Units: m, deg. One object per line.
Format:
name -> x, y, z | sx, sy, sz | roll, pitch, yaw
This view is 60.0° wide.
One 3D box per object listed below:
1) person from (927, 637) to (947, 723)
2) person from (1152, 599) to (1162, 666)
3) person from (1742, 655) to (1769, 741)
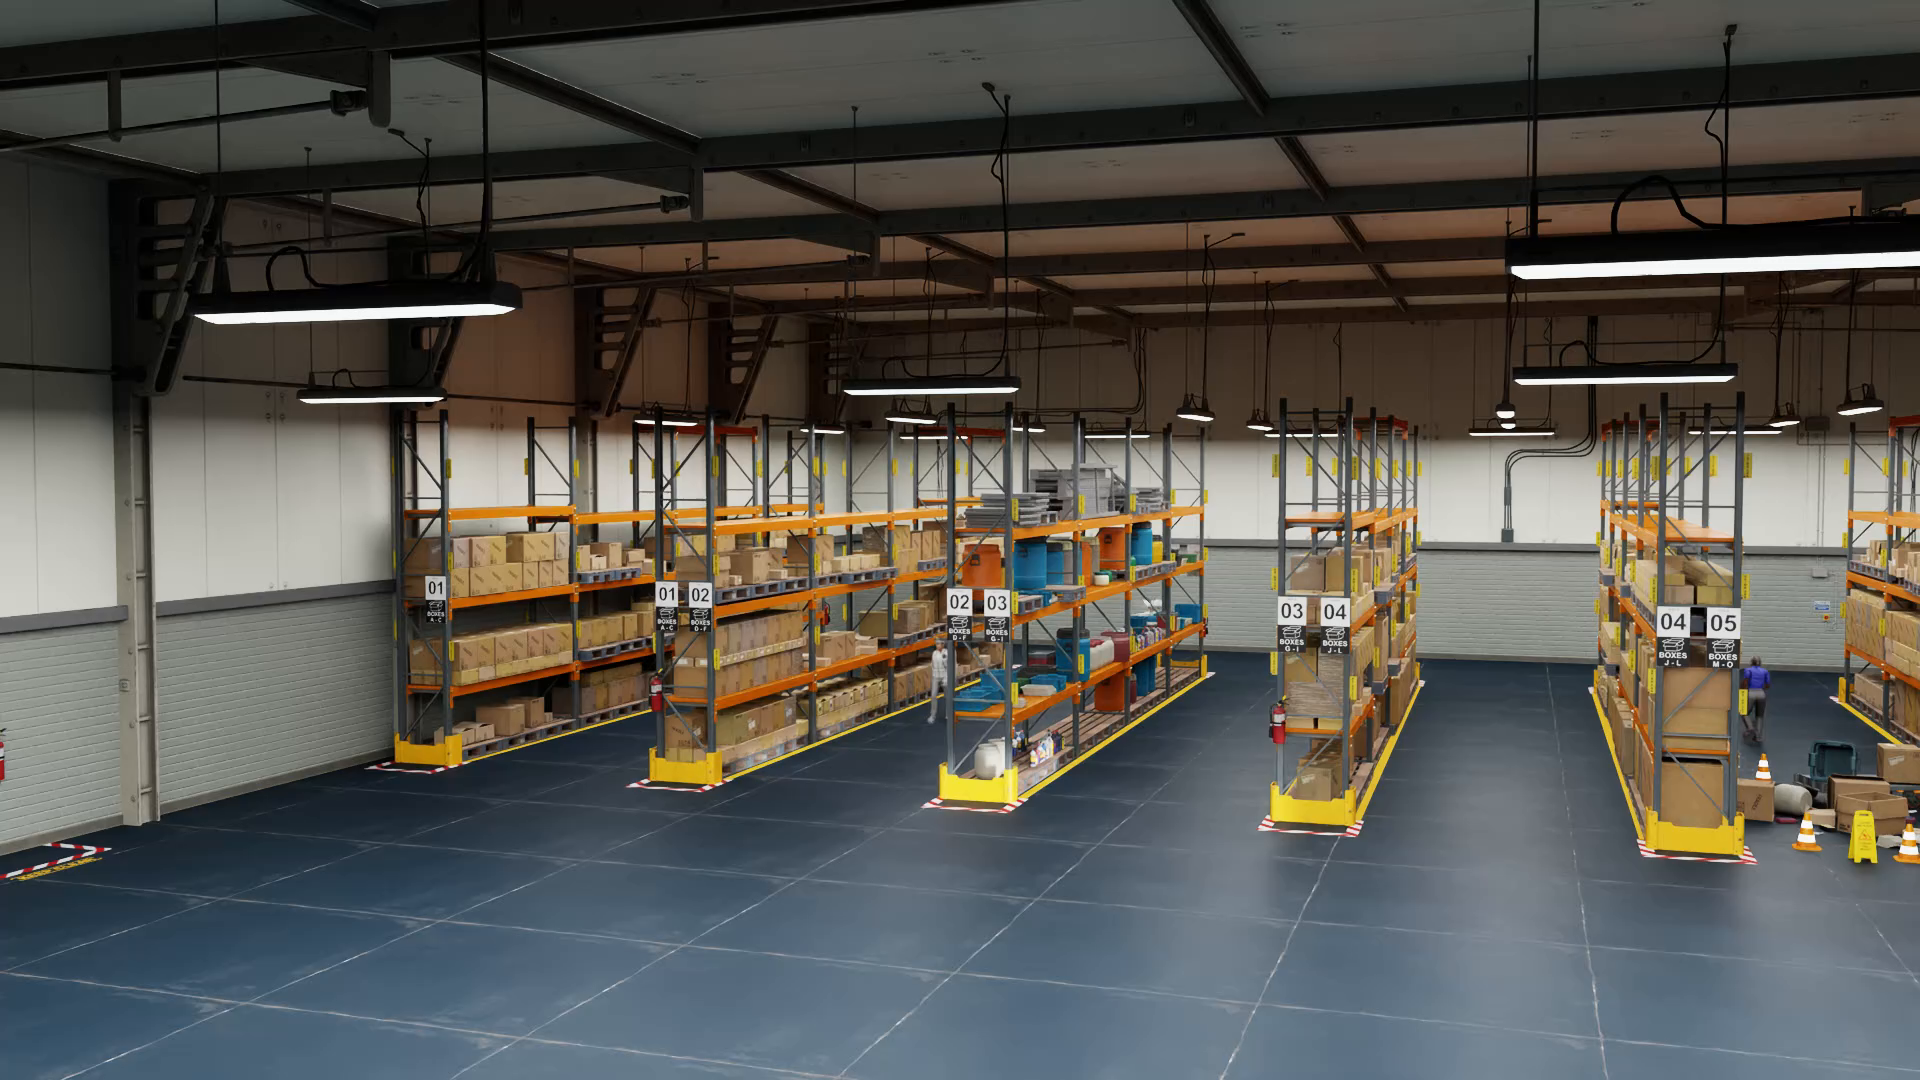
person -> -0.388, 2.751, 32.911 | 0.505, 1.657, 0.856 | 1, 3, 25
person -> 4.894, 2.346, 41.518 | 0.719, 1.758, 0.631 | 0, 2, 6
person -> 14.699, 2.917, 30.760 | 0.504, 1.547, 0.699 | 1, 3, 20
